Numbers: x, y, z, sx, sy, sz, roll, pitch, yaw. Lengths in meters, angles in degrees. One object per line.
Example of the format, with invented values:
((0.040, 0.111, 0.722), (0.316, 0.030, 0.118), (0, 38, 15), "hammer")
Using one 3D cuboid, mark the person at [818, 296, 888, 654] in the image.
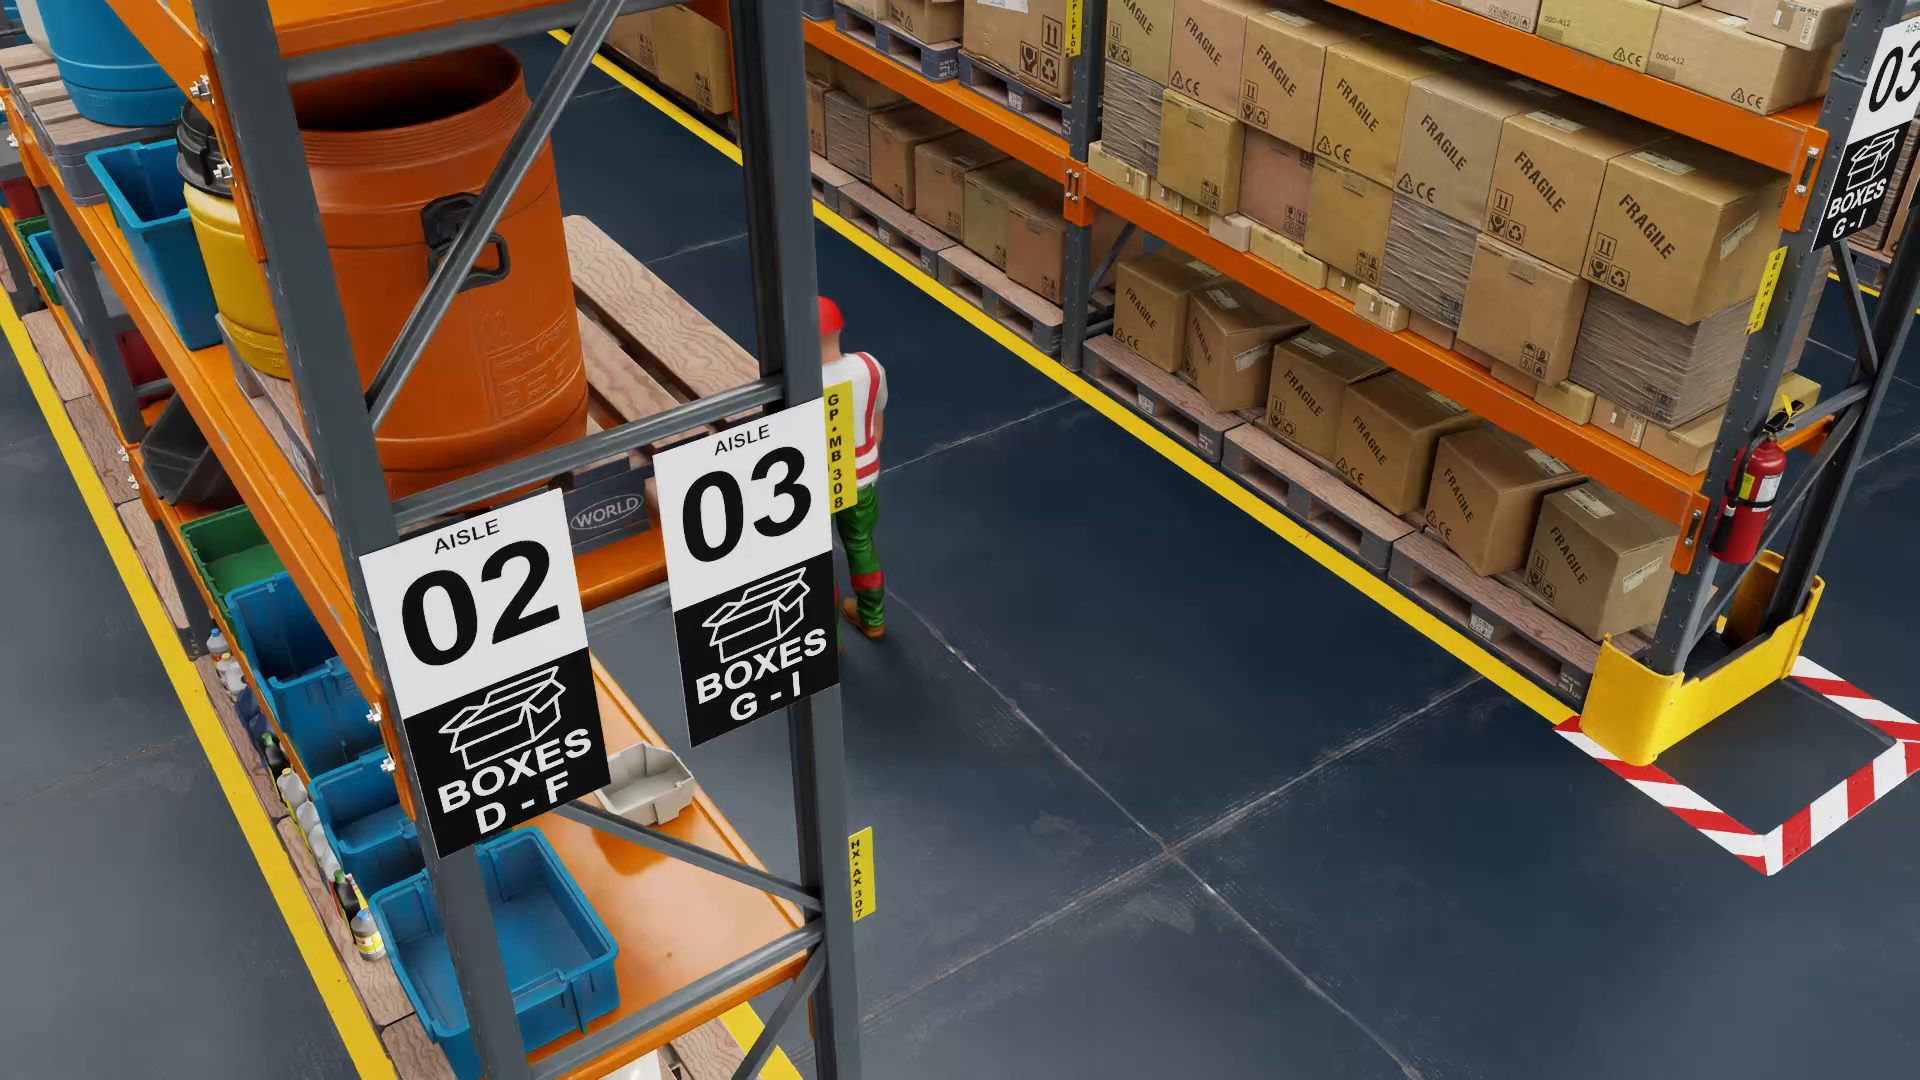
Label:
((-0.577, -0.272, 7.368), (0.529, 1.775, 0.364), (-22, 41, -27), "person")
